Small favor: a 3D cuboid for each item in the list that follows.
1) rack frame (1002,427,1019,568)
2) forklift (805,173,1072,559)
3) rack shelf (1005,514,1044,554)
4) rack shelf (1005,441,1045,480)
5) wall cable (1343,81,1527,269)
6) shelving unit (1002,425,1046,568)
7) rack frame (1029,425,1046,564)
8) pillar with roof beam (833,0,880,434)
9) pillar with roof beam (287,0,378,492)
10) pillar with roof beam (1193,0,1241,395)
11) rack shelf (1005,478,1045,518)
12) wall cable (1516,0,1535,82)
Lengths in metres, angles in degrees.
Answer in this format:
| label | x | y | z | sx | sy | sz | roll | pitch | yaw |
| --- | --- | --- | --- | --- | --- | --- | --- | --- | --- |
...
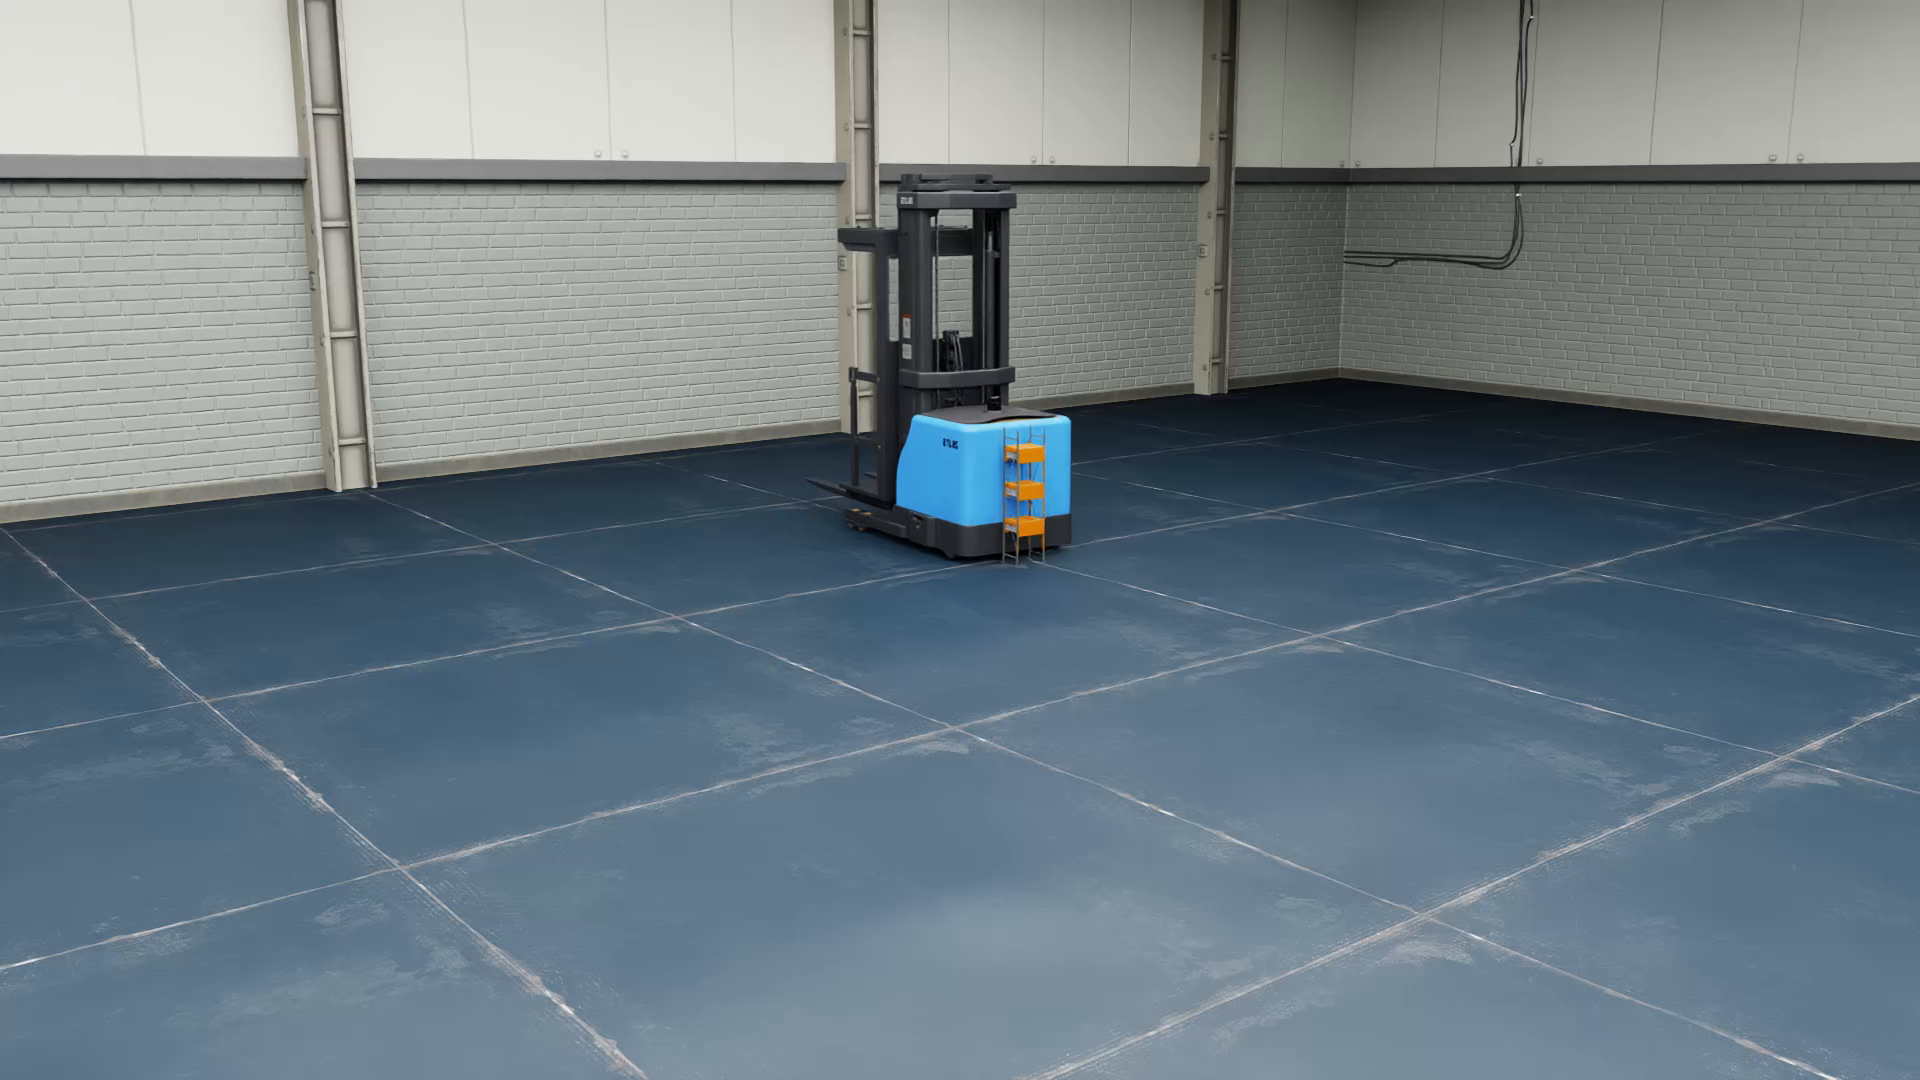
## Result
| label | x | y | z | sx | sy | sz | roll | pitch | yaw |
| --- | --- | --- | --- | --- | --- | --- | --- | --- | --- |
| rack frame | 0.384 | -0.320 | 12.609 | 0.008 | 1.050 | 0.200 | -8 | 14 | -32 |
| forklift | -0.328 | -1.550 | 13.871 | 1.130 | 2.935 | 3.031 | -8 | 14 | -32 |
| rack shelf | 0.487 | -0.052 | 12.733 | 0.240 | 0.259 | 0.215 | -8 | 14 | -32 |
| rack shelf | 0.487 | -0.601 | 12.616 | 0.240 | 0.259 | 0.215 | -8 | 14 | -32 |
| wall cable | 6.638 | -5.115 | 23.527 | 0.112 | 2.526 | 3.097 | -9 | 15 | -38 |
| shelving unit | 0.487 | -0.334 | 12.673 | 0.252 | 1.050 | 0.215 | -8 | 14 | -32 |
| rack frame | 0.590 | -0.348 | 12.737 | 0.008 | 1.050 | 0.200 | -8 | 14 | -32 |
| pillar with roof beam | 1.516 | -4.989 | 15.459 | 0.400 | 9.000 | 9.100 | -9 | 15 | -38 |
| pillar with roof beam | -3.169 | -4.210 | 11.793 | 0.400 | 9.000 | 9.100 | -9 | 15 | -38 |
| pillar with roof beam | 6.201 | -5.768 | 19.126 | 0.400 | 9.000 | 9.100 | -9 | 15 | -38 |
| rack shelf | 0.487 | -0.324 | 12.675 | 0.240 | 0.259 | 0.215 | -8 | 14 | -32 |
| wall cable | 8.328 | -7.146 | 20.936 | 0.112 | 2.526 | 3.097 | -9 | 15 | -38 |
